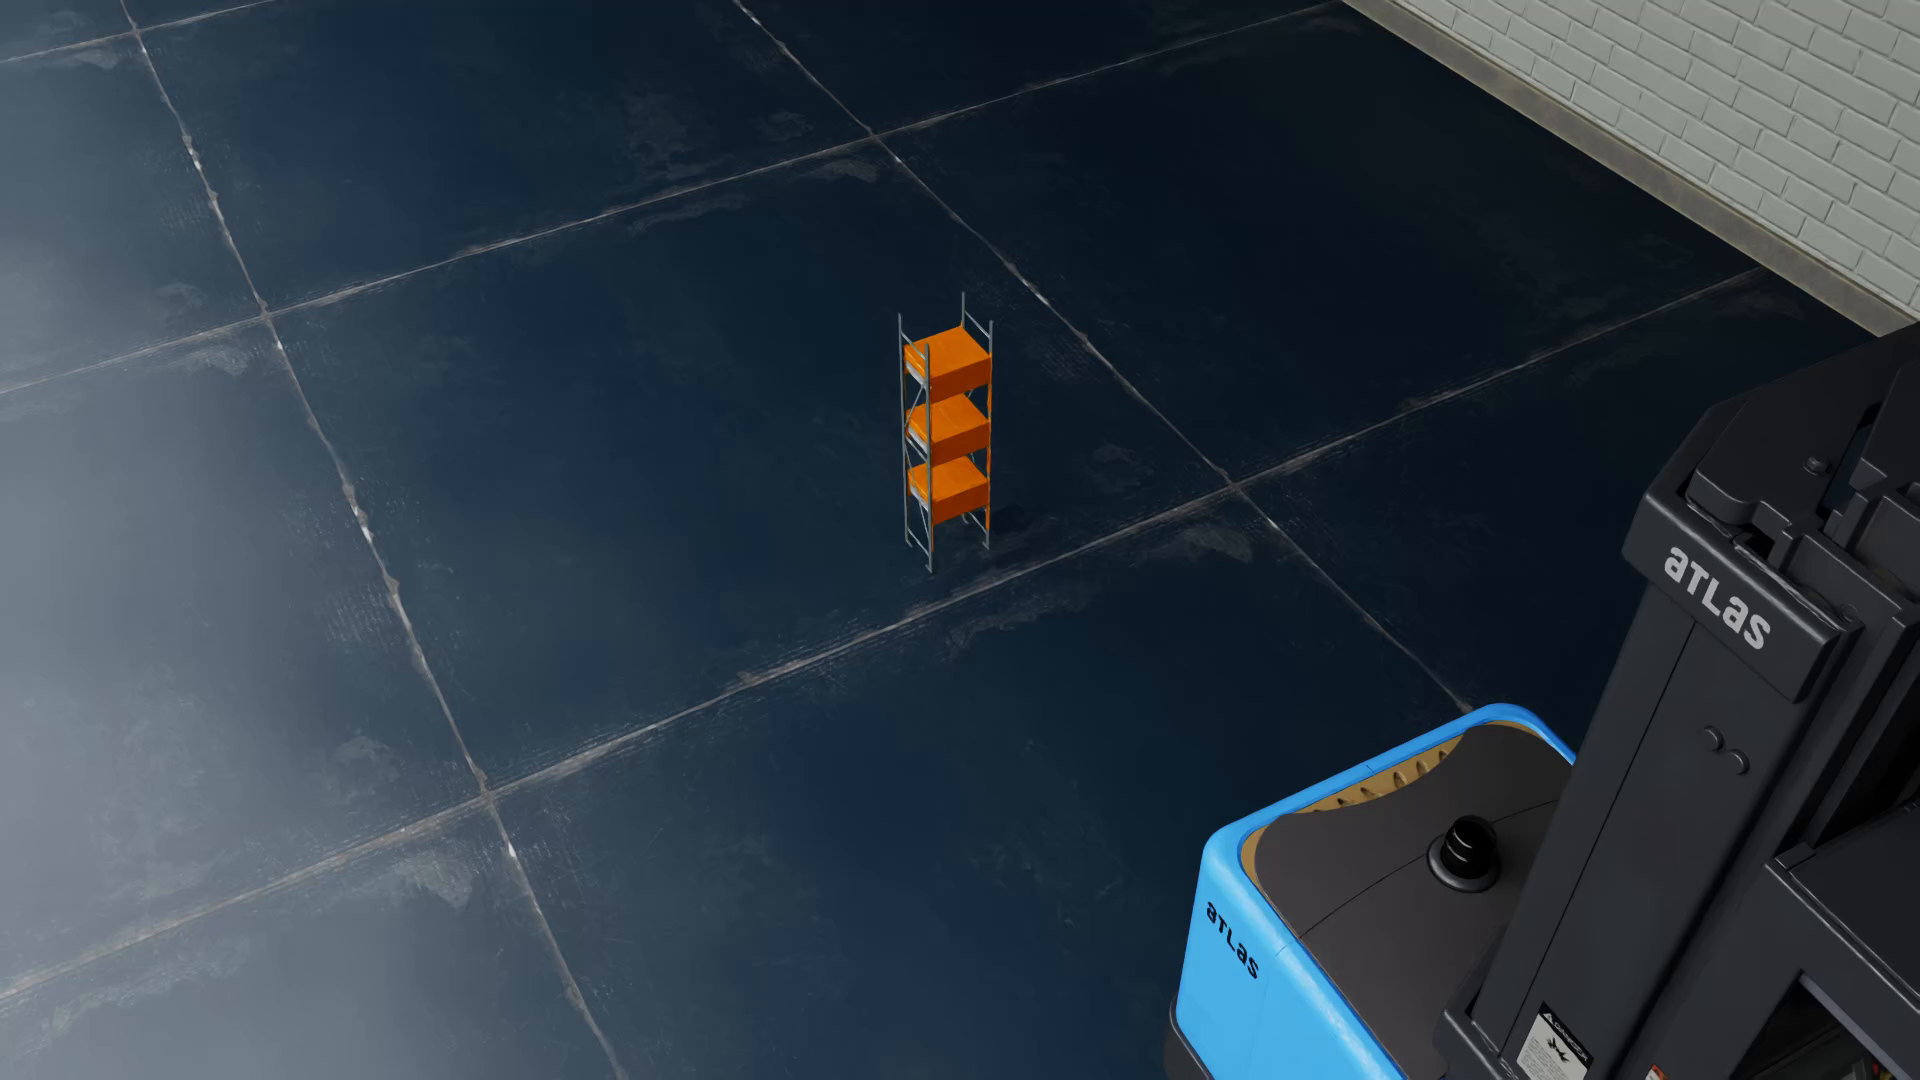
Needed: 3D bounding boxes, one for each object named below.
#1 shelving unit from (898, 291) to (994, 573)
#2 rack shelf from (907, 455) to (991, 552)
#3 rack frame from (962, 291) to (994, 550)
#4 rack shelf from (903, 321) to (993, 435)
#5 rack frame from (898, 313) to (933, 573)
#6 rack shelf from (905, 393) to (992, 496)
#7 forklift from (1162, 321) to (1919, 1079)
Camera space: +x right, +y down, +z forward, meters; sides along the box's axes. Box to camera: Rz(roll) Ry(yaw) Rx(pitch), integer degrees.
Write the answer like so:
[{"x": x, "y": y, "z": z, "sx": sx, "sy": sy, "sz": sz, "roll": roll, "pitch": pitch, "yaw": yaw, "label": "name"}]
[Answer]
[{"x": -0.046, "y": -0.358, "z": 5.865, "sx": 0.252, "sy": 1.050, "sz": 0.215, "roll": -22, "pitch": 48, "yaw": -21, "label": "shelving unit"}, {"x": -0.046, "y": -0.151, "z": 6.066, "sx": 0.240, "sy": 0.259, "sz": 0.215, "roll": -22, "pitch": 48, "yaw": -21, "label": "rack shelf"}, {"x": 0.059, "y": -0.401, "z": 5.909, "sx": 0.008, "sy": 1.050, "sz": 0.200, "roll": -22, "pitch": 48, "yaw": -21, "label": "rack frame"}, {"x": -0.046, "y": -0.554, "z": 5.675, "sx": 0.240, "sy": 0.259, "sz": 0.215, "roll": -22, "pitch": 48, "yaw": -21, "label": "rack shelf"}, {"x": -0.152, "y": -0.316, "z": 5.822, "sx": 0.008, "sy": 1.050, "sz": 0.200, "roll": -22, "pitch": 48, "yaw": -21, "label": "rack frame"}, {"x": -0.046, "y": -0.351, "z": 5.873, "sx": 0.240, "sy": 0.259, "sz": 0.215, "roll": -22, "pitch": 48, "yaw": -21, "label": "rack shelf"}, {"x": 1.700, "y": 1.182, "z": 2.927, "sx": 1.130, "sy": 2.935, "sz": 3.031, "roll": -20, "pitch": 48, "yaw": -20, "label": "forklift"}]
